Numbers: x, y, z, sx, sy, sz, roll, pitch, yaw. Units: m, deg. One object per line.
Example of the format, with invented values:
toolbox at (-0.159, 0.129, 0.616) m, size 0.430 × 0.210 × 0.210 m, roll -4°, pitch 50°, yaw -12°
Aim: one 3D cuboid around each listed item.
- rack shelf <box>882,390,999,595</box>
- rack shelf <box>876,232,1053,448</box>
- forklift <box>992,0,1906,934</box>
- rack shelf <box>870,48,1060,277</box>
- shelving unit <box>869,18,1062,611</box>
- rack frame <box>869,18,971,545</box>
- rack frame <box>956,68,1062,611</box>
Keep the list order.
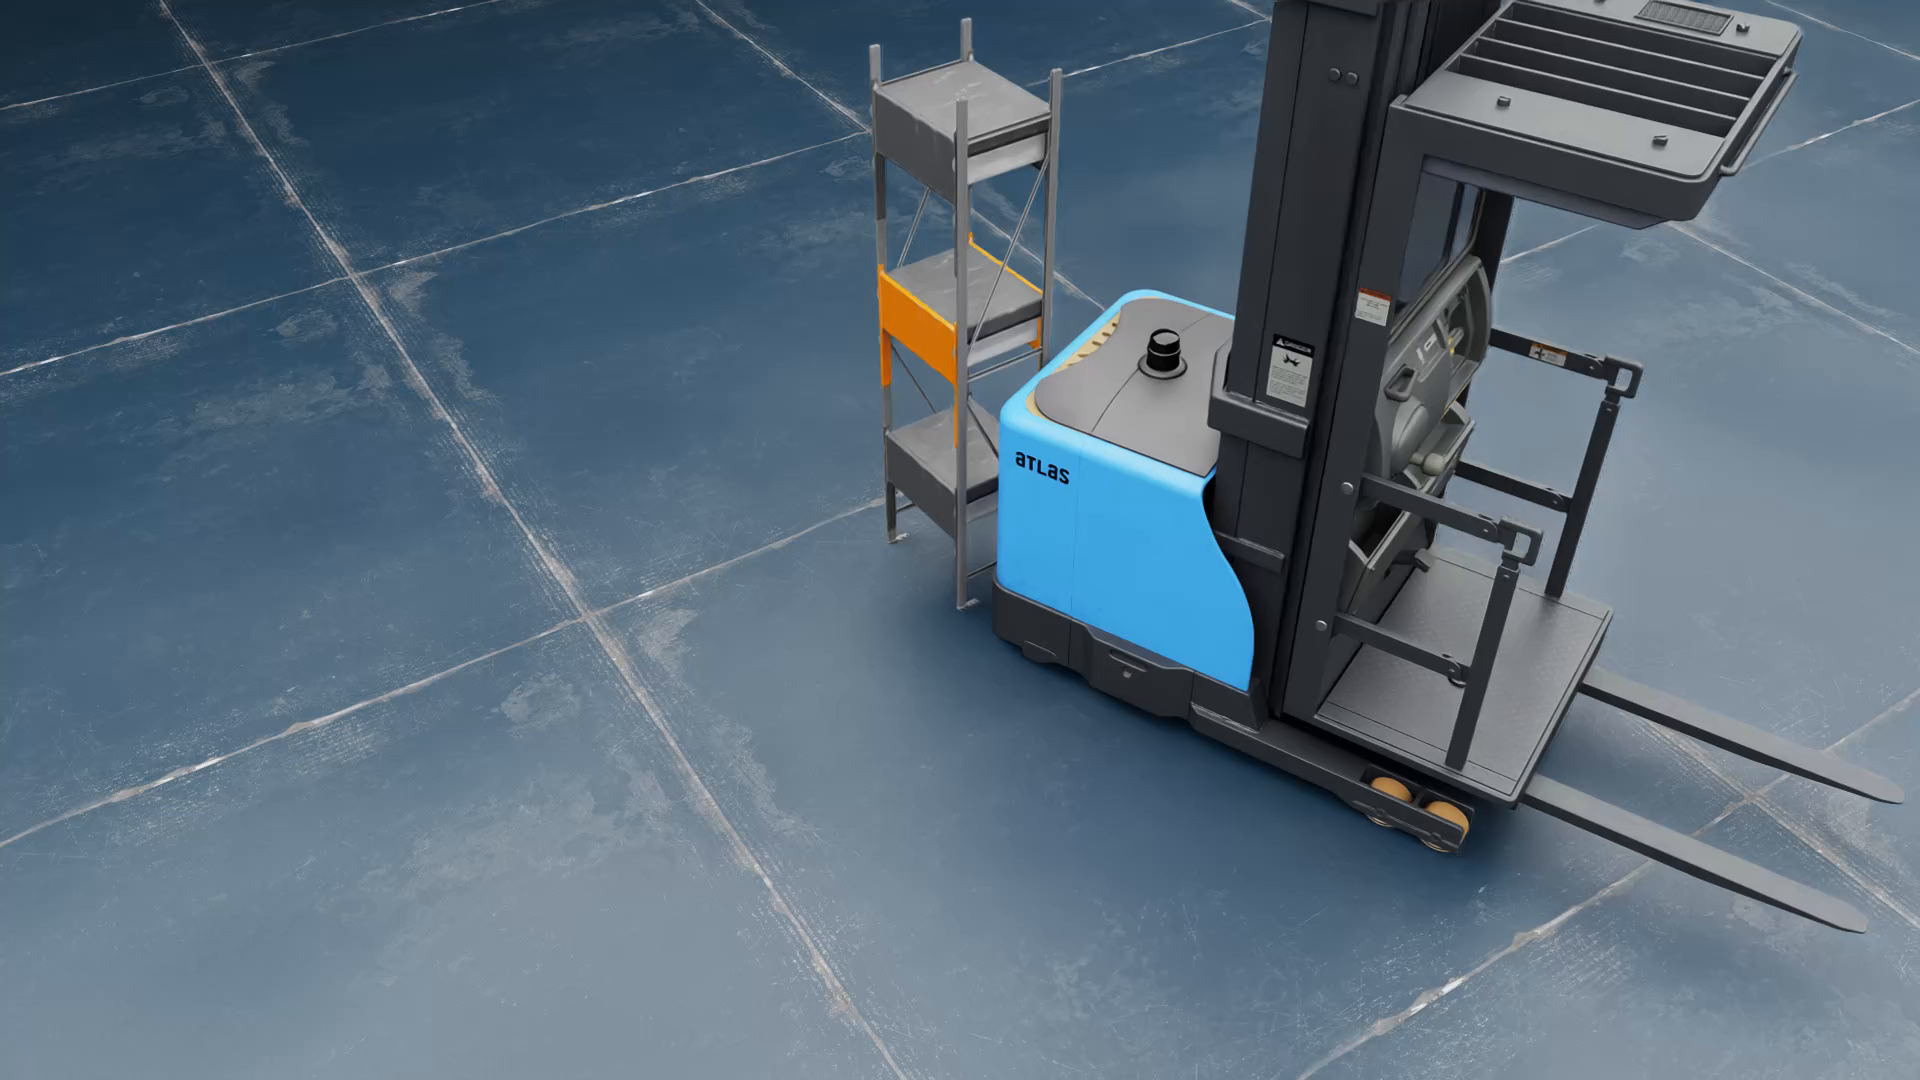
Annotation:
rack shelf at (0.013, -0.190, 6.452) m, size 0.431 × 0.518 × 0.480 m, roll -25°, pitch 46°, yaw -26°
rack shelf at (0.013, -0.727, 6.004) m, size 0.431 × 0.518 × 0.480 m, roll -25°, pitch 46°, yaw -26°
forklift at (1.632, -0.486, 5.043) m, size 3.031 × 2.935 × 1.130 m, roll 23°, pitch 45°, yaw 25°
rack shelf at (0.013, -1.265, 5.556) m, size 0.431 × 0.518 × 0.480 m, roll -25°, pitch 46°, yaw -26°
shelving unit at (0.013, -0.738, 5.995) m, size 0.431 × 2.100 × 0.503 m, roll -25°, pitch 46°, yaw -26°
rack frame at (-0.128, -0.865, 6.148) m, size 0.400 × 2.100 × 0.015 m, roll -25°, pitch 46°, yaw -26°
rack frame at (0.155, -0.611, 5.843) m, size 0.400 × 2.100 × 0.015 m, roll -25°, pitch 46°, yaw -26°
